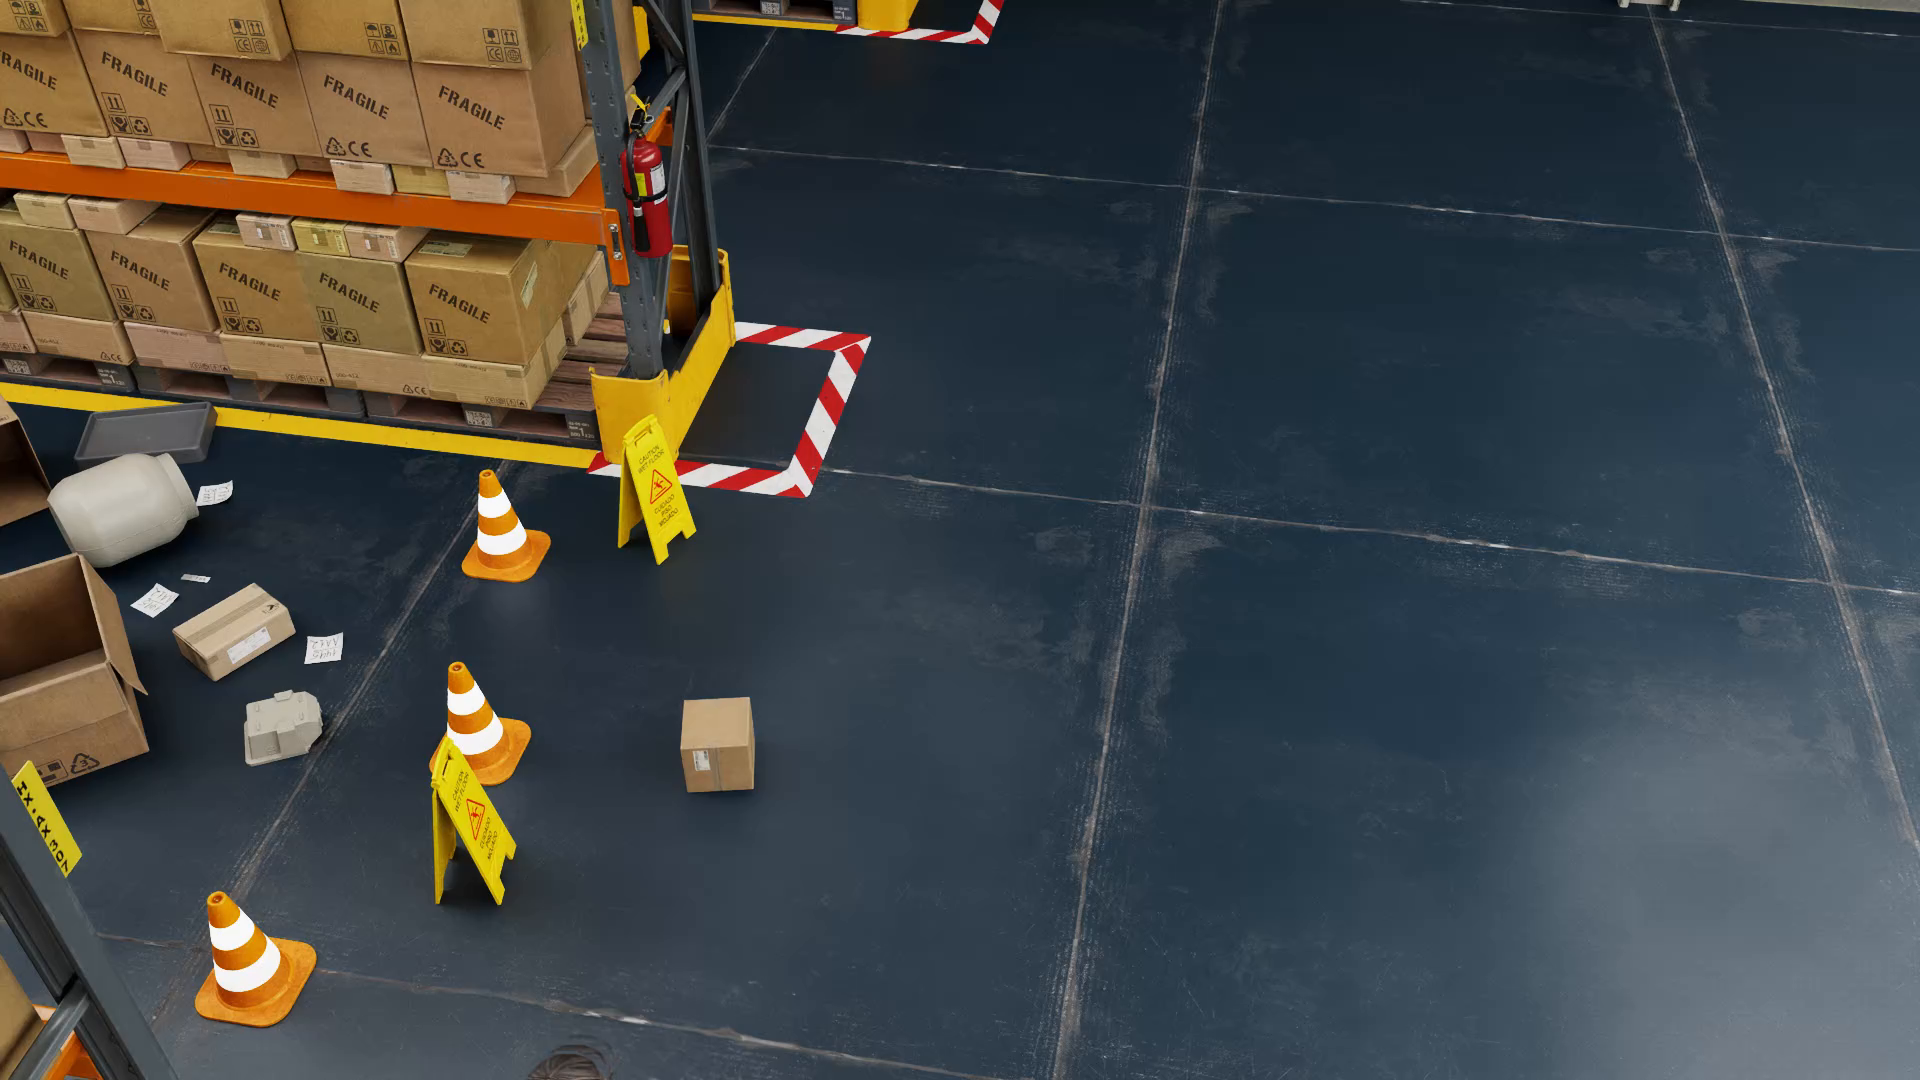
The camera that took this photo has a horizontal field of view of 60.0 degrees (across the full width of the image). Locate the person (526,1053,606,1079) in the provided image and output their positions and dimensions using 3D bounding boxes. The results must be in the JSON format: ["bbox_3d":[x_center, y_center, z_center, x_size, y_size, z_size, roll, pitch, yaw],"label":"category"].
[{"bbox_3d":[-0.863,1.763,4.121,0.471,1.585,0.935,9,42,10],"label":"person"}]
